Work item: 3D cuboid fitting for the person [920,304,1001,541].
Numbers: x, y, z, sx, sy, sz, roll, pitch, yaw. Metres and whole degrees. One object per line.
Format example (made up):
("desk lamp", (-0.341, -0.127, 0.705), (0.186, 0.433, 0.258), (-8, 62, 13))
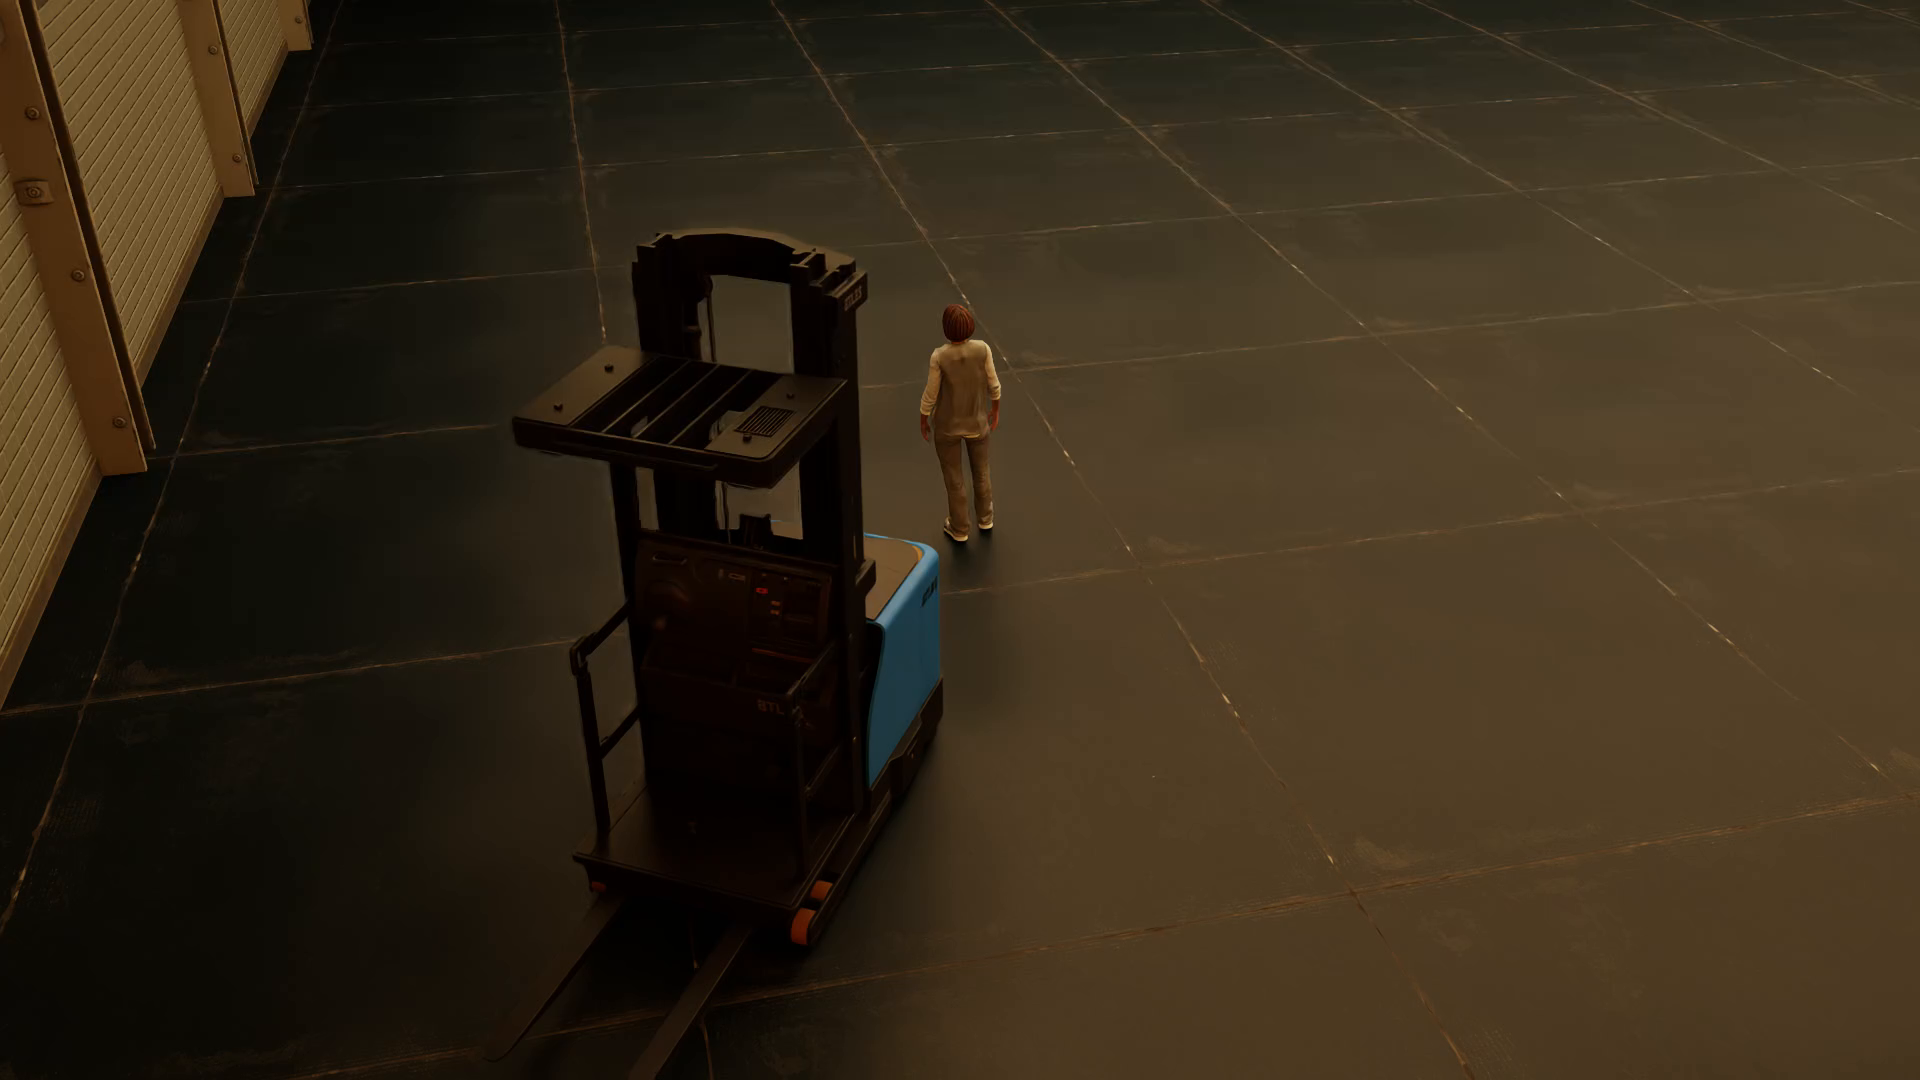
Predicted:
("person", (-0.004, -0.729, 10.166), (0.521, 1.584, 0.472), (-7, 31, -12))

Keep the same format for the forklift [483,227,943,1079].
("forklift", (-1.060, 0.302, 7.053), (1.130, 2.935, 3.031), (10, 32, 17))
